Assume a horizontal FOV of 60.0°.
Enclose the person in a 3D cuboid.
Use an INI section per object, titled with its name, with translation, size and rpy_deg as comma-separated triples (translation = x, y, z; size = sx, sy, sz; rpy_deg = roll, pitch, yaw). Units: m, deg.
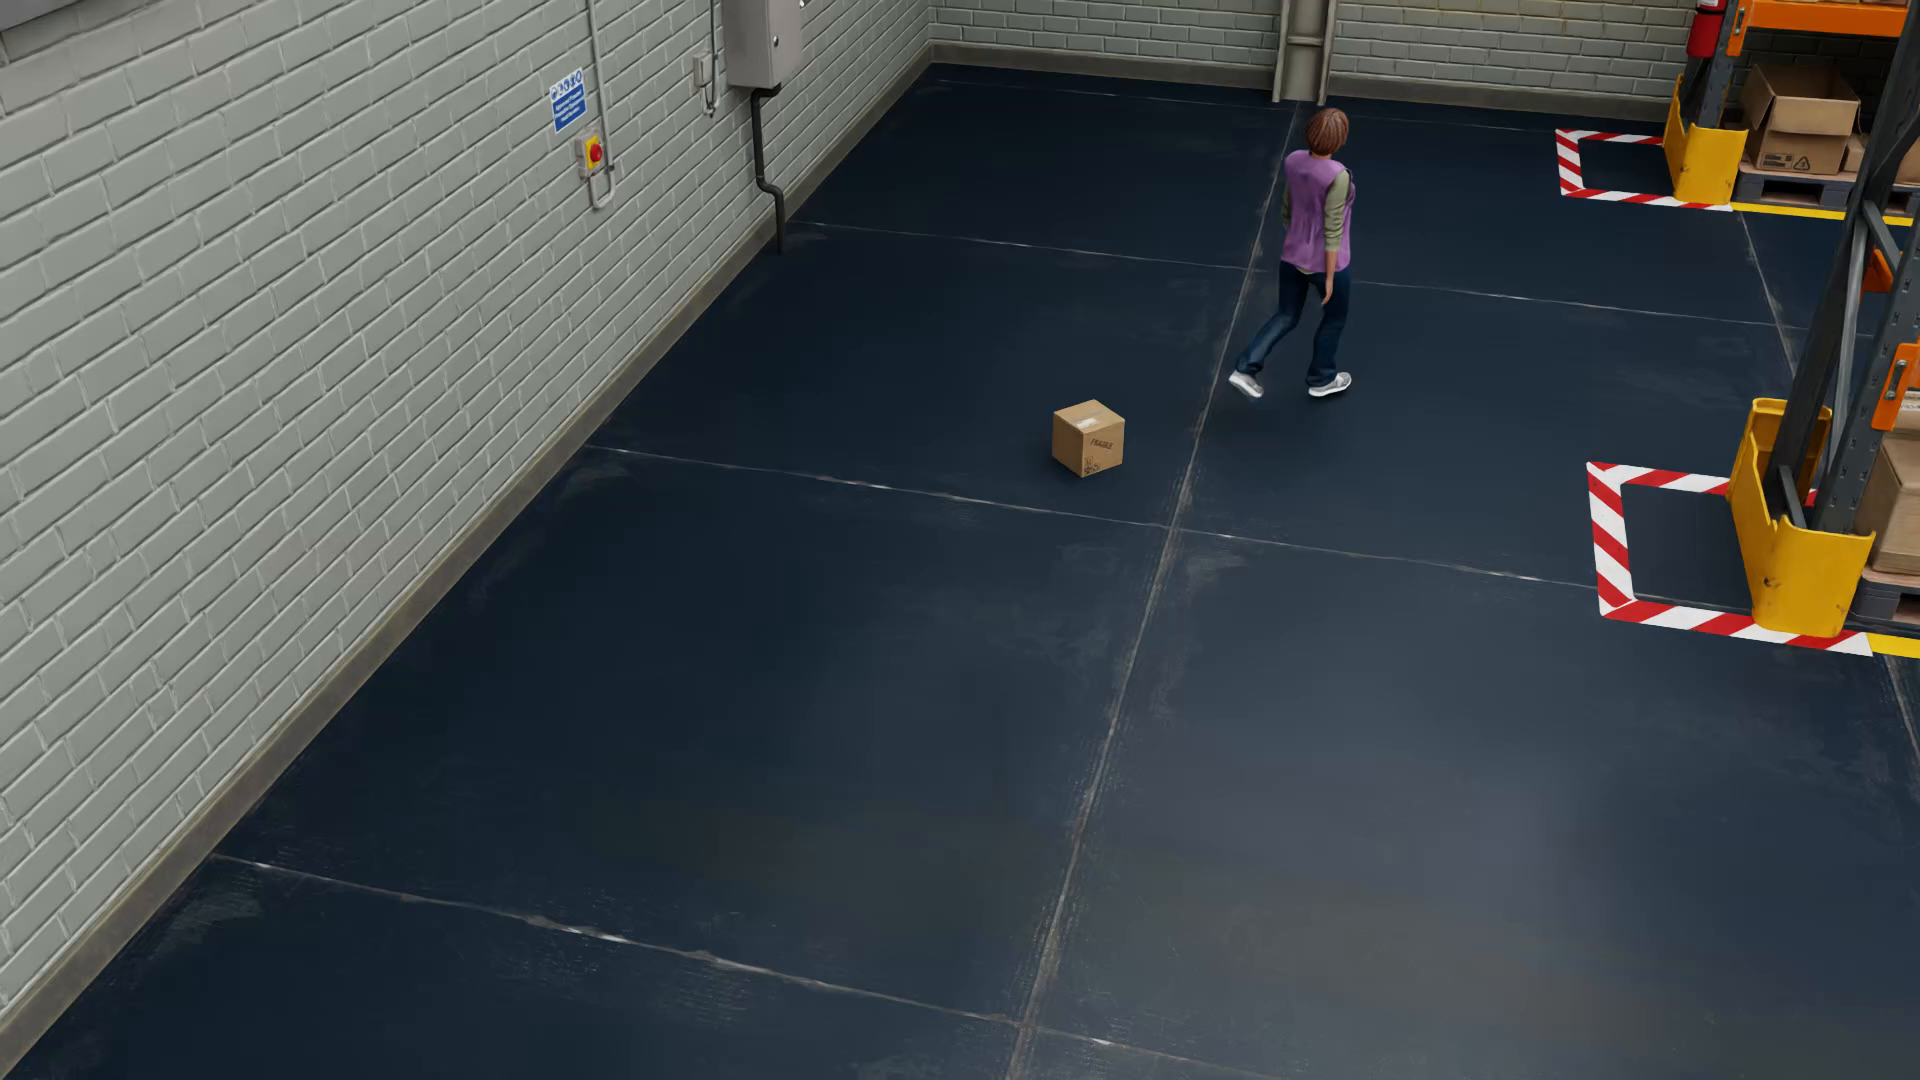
[person]
translation = 1.709, -1.381, 8.231
size = 0.790, 1.558, 0.432
rpy_deg = -24, 40, -31
